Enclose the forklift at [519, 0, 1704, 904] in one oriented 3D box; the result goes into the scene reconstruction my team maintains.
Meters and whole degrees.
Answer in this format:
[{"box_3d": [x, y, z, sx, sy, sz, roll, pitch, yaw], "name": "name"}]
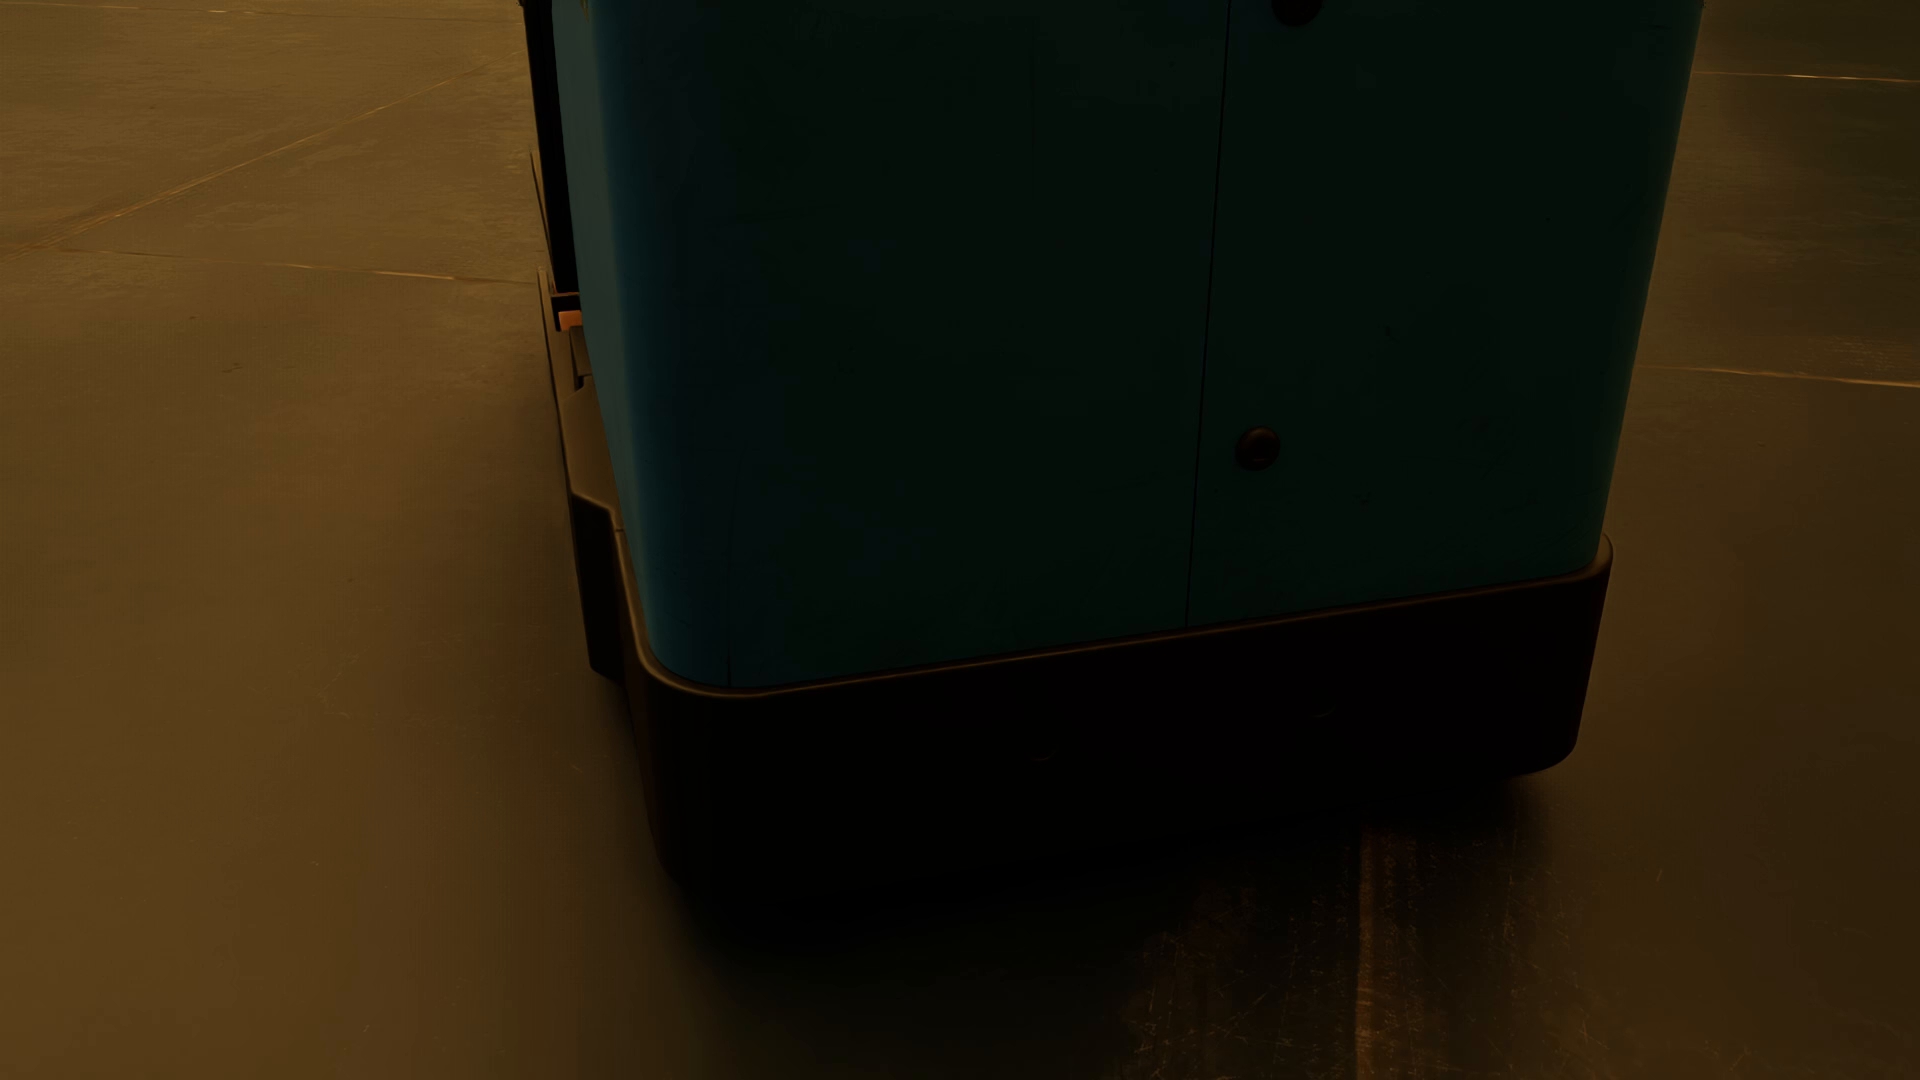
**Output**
[{"box_3d": [-0.174, -1.596, 2.409, 1.130, 2.935, 3.031, -7, 28, -14], "name": "forklift"}]
